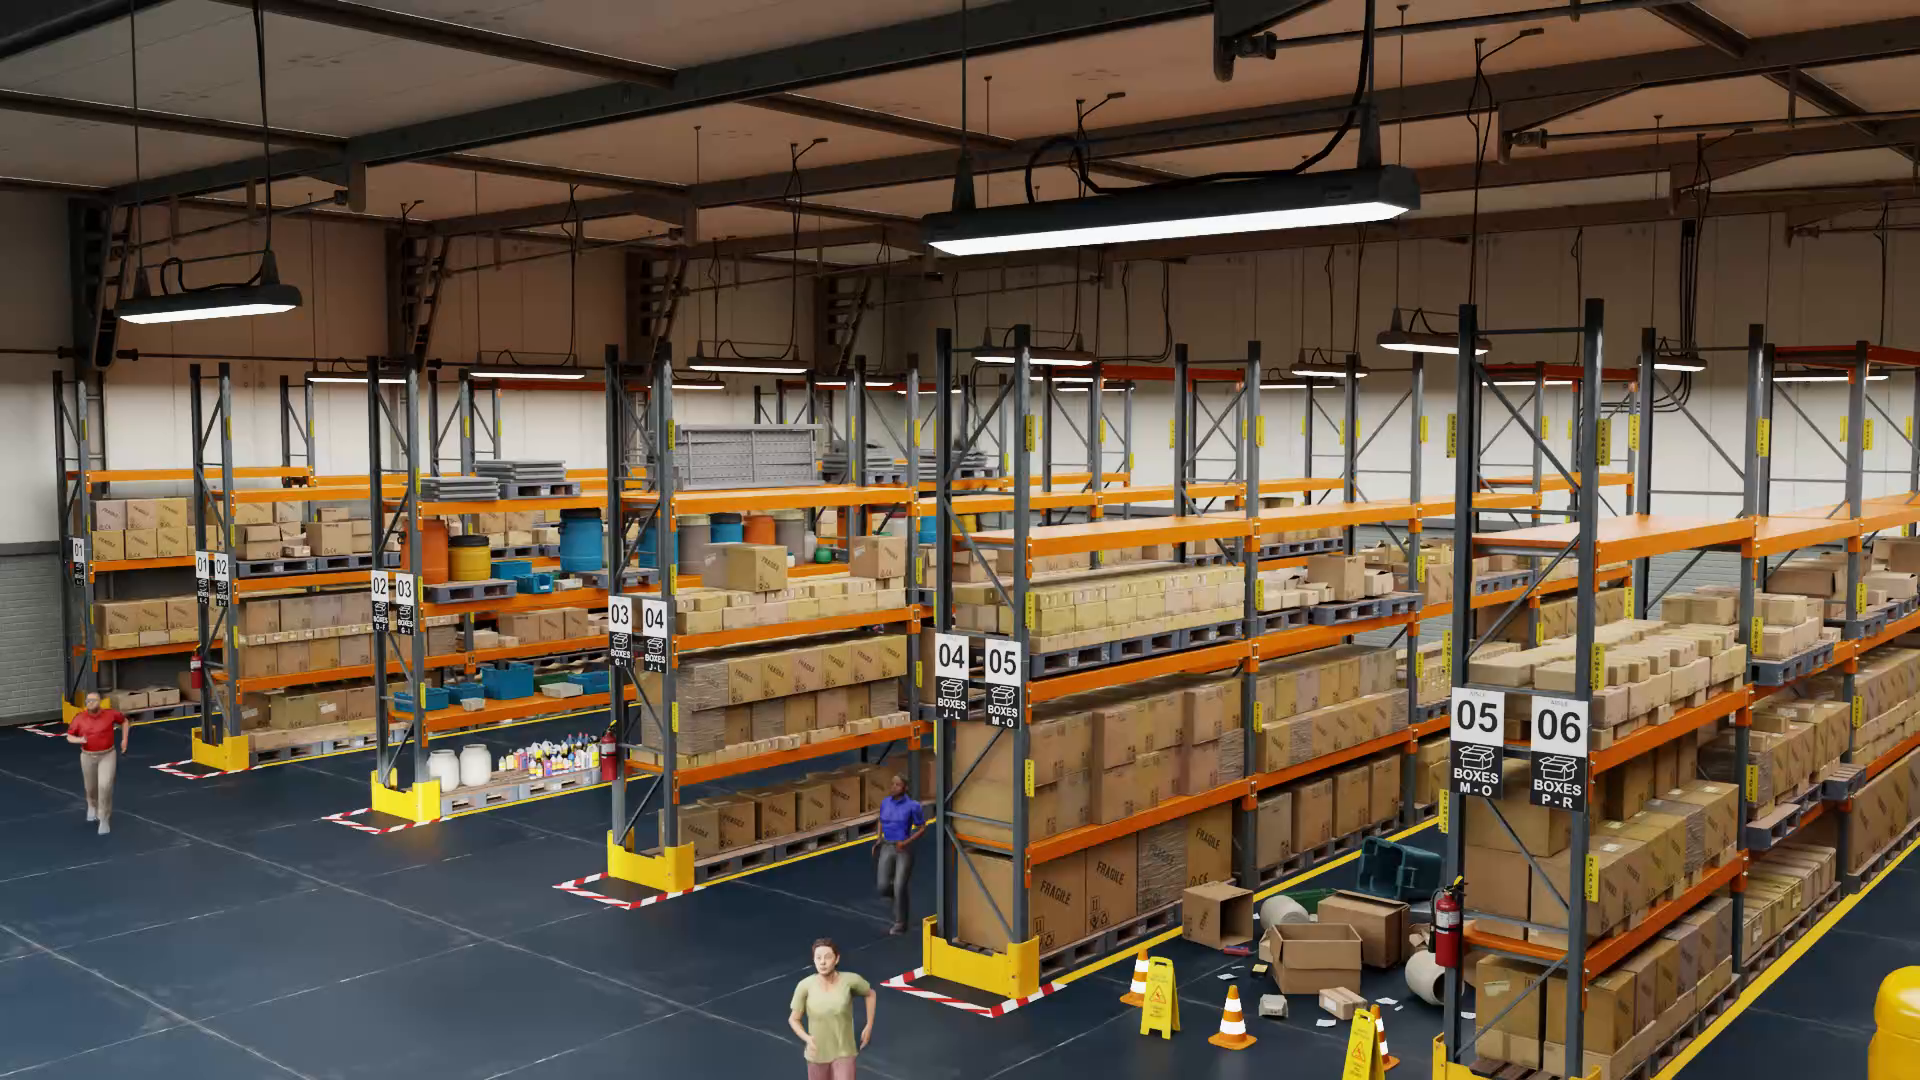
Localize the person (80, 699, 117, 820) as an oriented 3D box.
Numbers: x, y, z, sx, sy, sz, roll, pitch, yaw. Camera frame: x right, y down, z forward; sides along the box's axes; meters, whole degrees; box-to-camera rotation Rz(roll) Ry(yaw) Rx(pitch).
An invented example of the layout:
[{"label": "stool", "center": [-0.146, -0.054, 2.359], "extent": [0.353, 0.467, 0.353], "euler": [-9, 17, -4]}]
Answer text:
[{"label": "person", "center": [-10.923, 2.730, 21.098], "extent": [0.428, 1.525, 0.773], "euler": [-1, 4, -18]}]

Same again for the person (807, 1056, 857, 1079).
[{"label": "person", "center": [-0.871, 3.820, 11.340], "extent": [0.350, 0.892, 0.650], "euler": [0, 4, 0]}]

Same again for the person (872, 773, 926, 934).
[{"label": "person", "center": [-0.623, 3.158, 16.809], "extent": [0.575, 1.615, 0.560], "euler": [2, 5, 24]}]
